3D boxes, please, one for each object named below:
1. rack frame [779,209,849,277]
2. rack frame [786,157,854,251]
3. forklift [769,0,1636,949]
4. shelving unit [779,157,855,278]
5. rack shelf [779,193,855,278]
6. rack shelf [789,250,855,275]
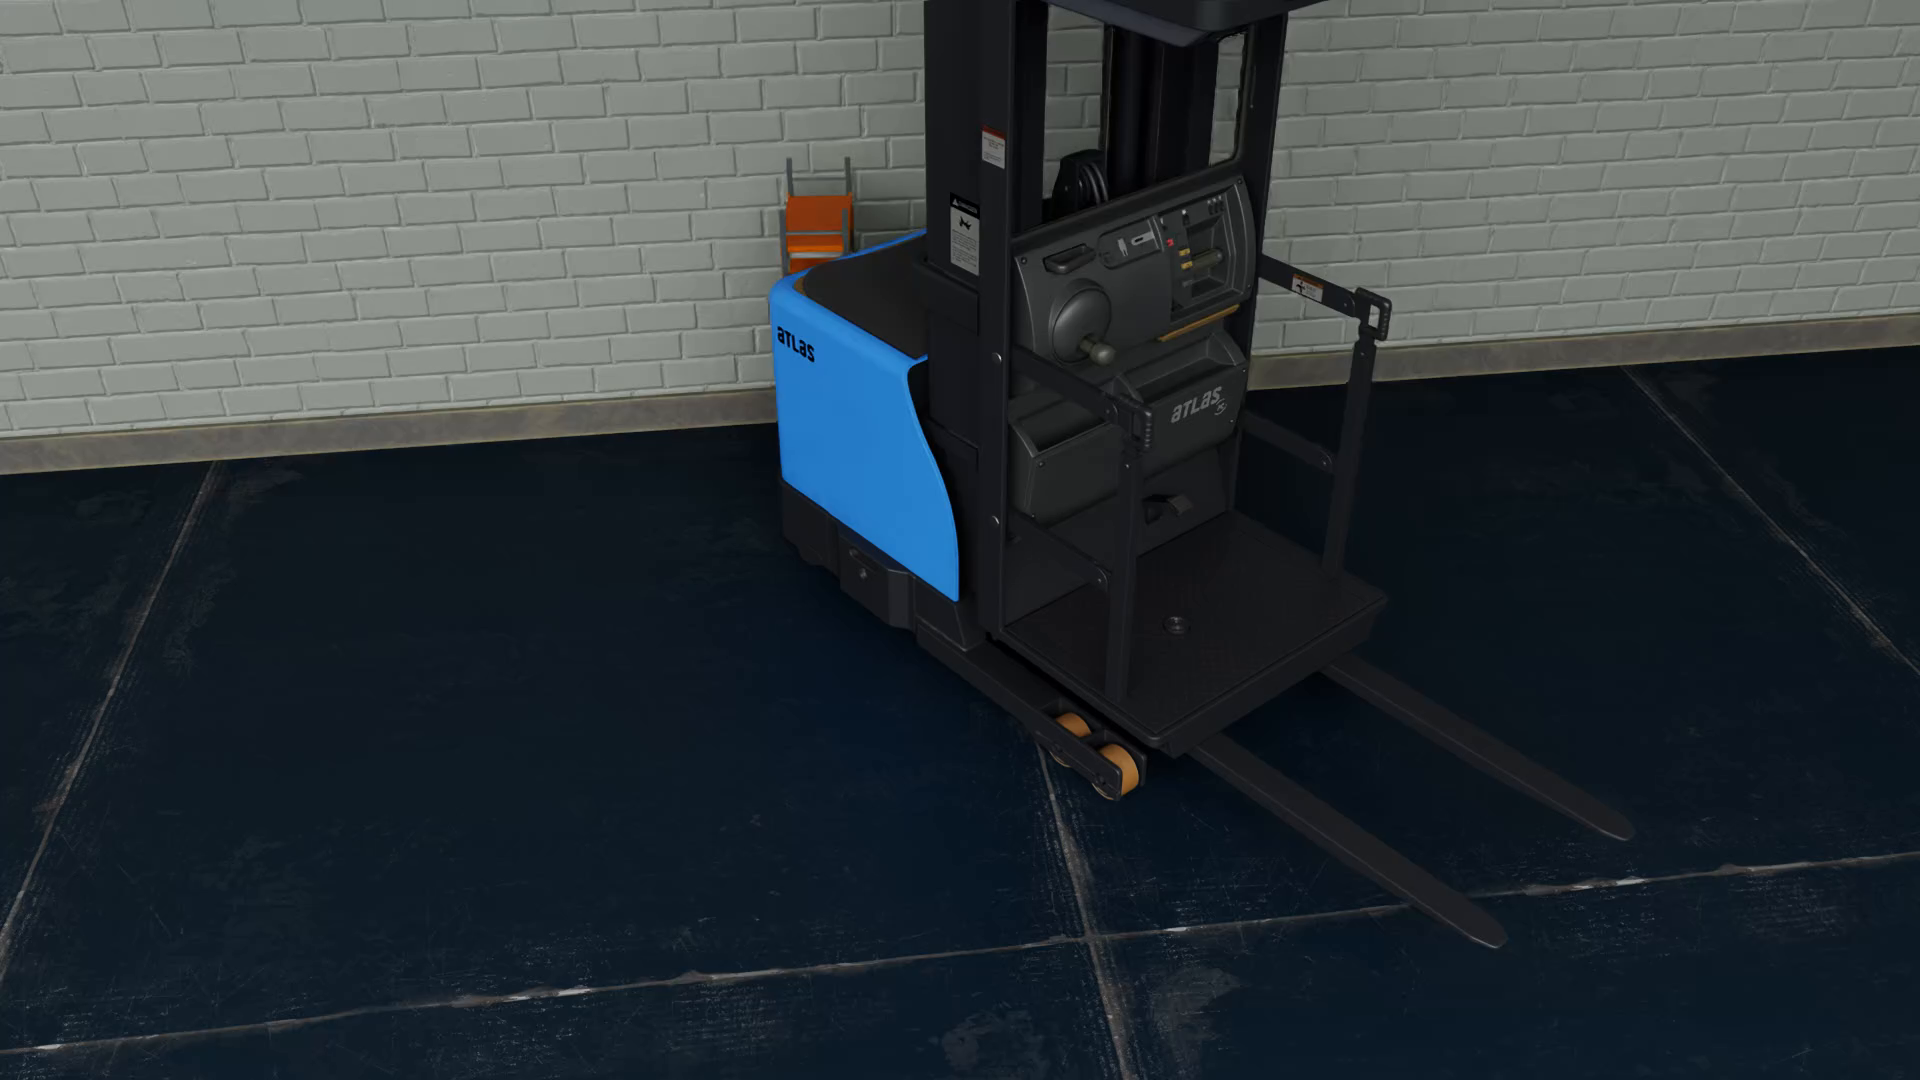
[{"bbox_3d":[-0.513,-0.656,6.147,0.240,1.200,0.015,-1,34,-2],"label":"rack frame"},{"bbox_3d":[-0.530,-0.931,6.550,0.240,1.200,0.015,-1,34,-2],"label":"rack frame"},{"bbox_3d":[0.667,-0.742,4.736,1.130,2.935,3.031,-25,42,-32],"label":"forklift"},{"bbox_3d":[-0.521,-0.793,6.349,0.258,1.200,0.503,-1,34,-2],"label":"shelving unit"},{"bbox_3d":[-0.521,-1.118,6.127,0.258,0.148,0.480,-1,34,-2],"label":"rack shelf"},{"bbox_3d":[-0.521,-0.922,6.260,0.258,0.148,0.480,-1,34,-2],"label":"rack shelf"}]
